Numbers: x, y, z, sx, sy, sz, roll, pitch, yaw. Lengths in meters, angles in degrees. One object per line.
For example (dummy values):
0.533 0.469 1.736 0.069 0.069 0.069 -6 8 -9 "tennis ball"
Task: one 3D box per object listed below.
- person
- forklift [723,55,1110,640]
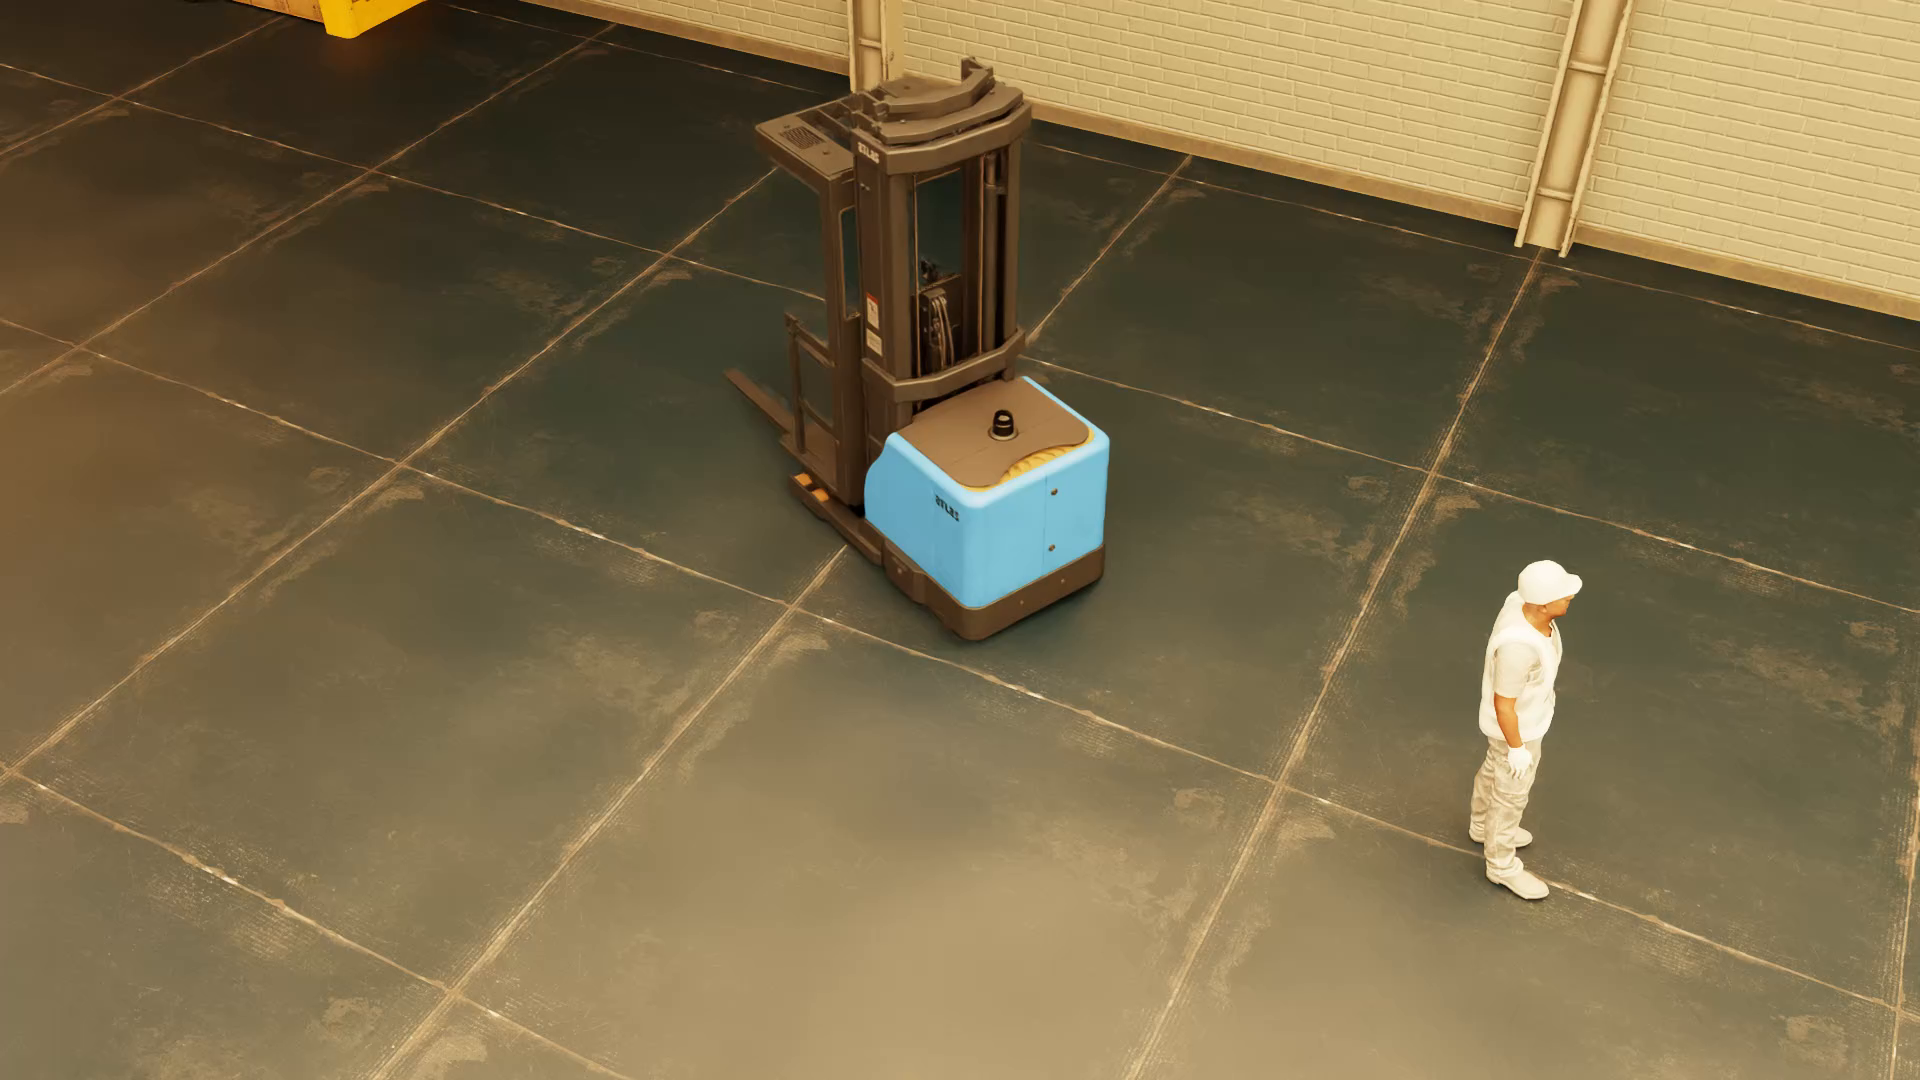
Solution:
2.708 0.850 7.857 0.576 1.784 0.657 14 42 16 "person"
-0.432 -1.449 9.707 1.130 2.935 3.031 -26 46 -27 "forklift"
